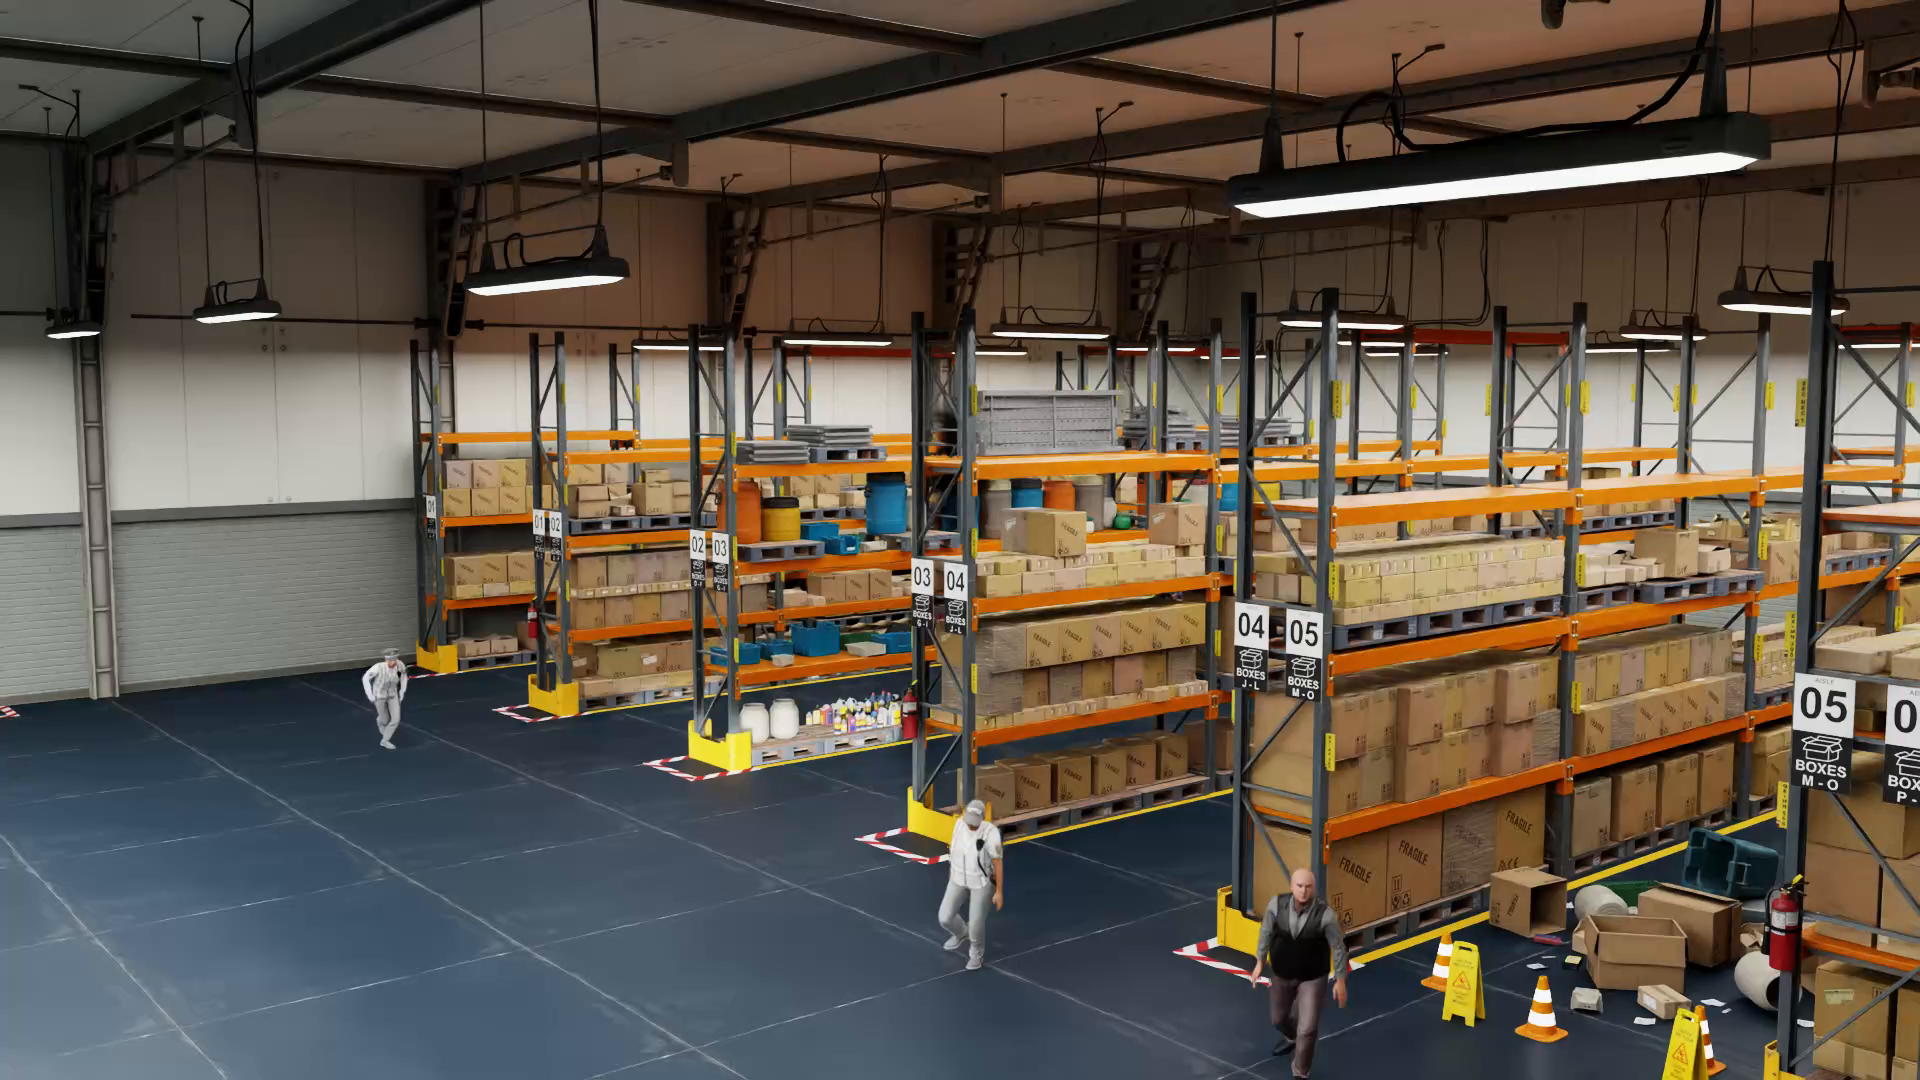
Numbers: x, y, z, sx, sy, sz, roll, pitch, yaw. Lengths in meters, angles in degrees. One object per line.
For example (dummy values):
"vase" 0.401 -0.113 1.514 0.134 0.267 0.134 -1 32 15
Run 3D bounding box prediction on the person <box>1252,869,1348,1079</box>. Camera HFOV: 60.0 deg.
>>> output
"person" 2.576 3.203 12.400 0.707 1.660 0.794 2 6 23

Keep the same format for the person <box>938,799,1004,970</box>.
"person" 0.101 3.018 14.676 0.739 1.582 0.675 3 6 28

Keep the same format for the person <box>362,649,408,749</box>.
"person" -8.213 2.249 23.725 0.632 1.479 0.890 -4 6 -34
